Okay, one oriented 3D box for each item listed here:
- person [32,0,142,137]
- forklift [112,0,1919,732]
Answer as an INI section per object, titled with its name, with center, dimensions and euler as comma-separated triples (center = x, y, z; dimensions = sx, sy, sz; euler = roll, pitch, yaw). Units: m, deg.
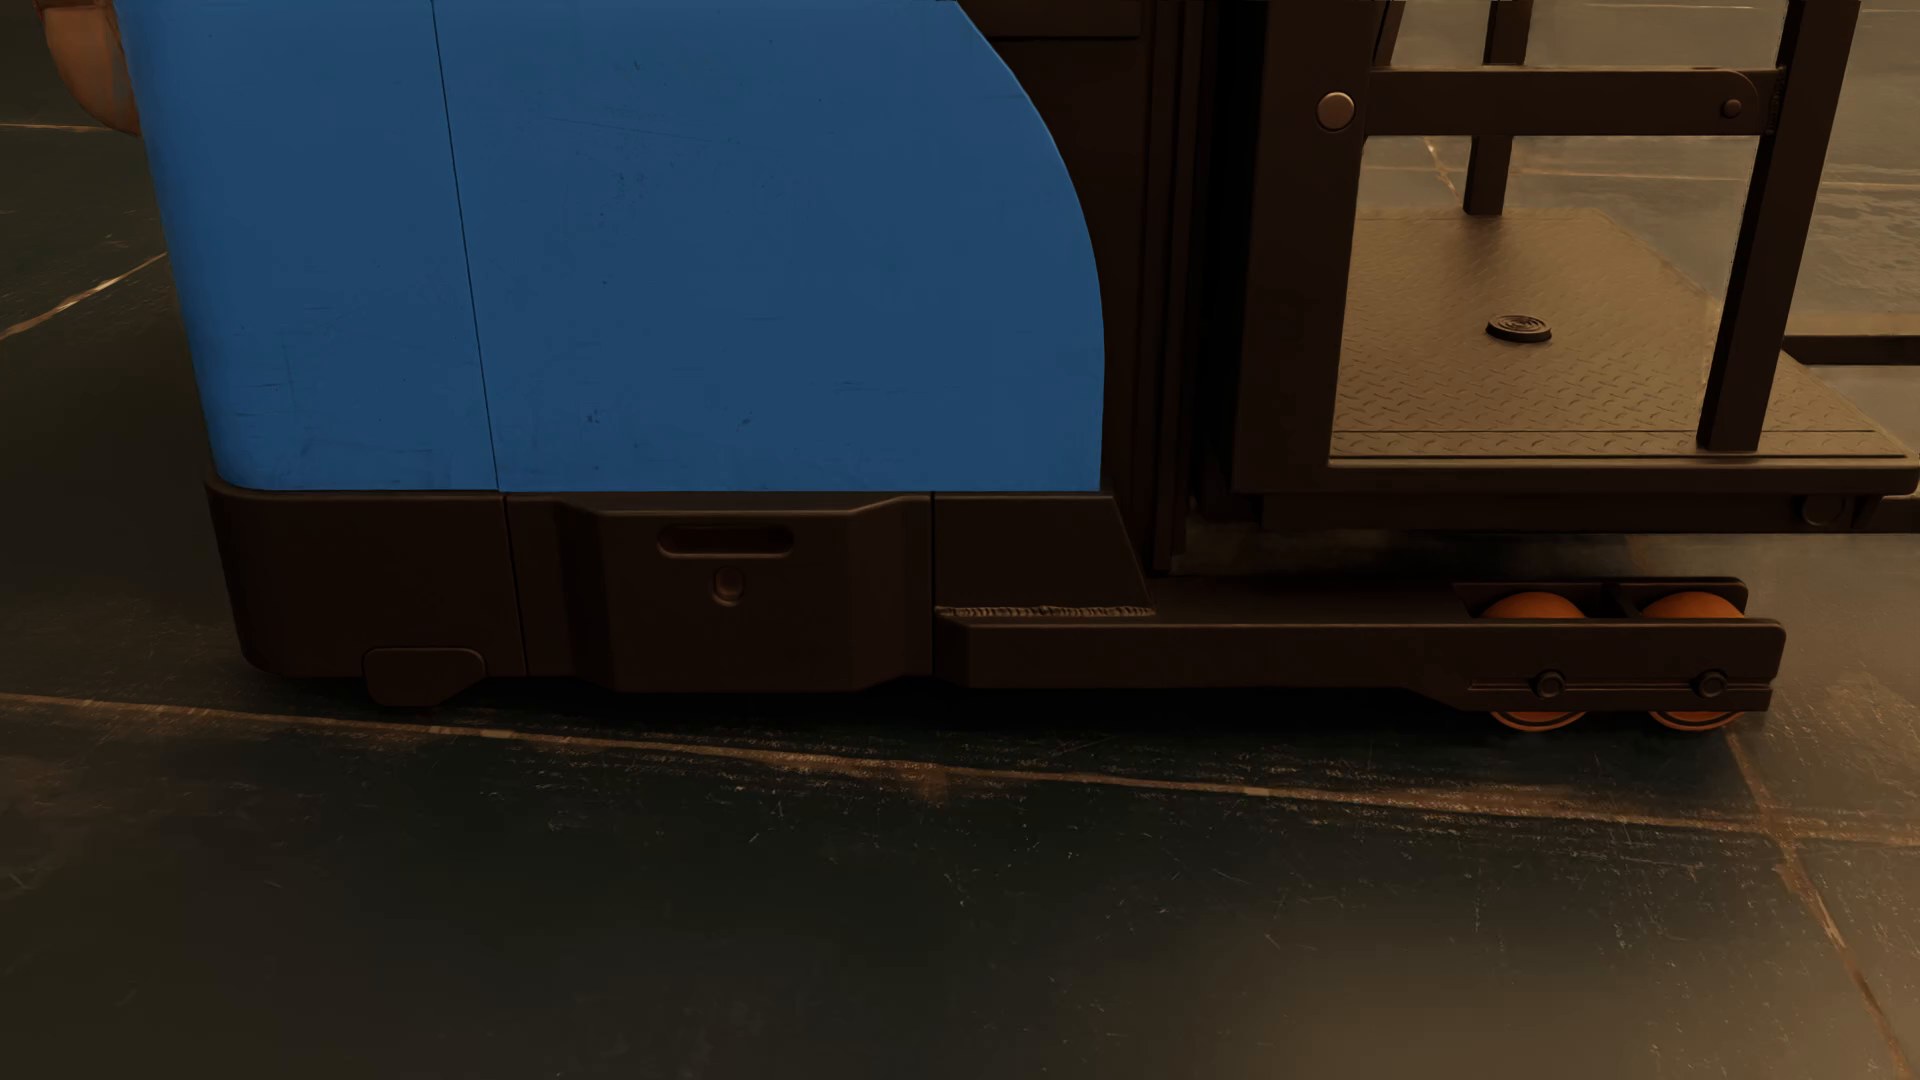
[person]
center = -1.195, -0.999, 2.944
dimensions = 0.776, 1.516, 0.905
euler = 7, 27, 13
[forklift]
center = 0.613, -1.317, 1.856
dimensions = 3.031, 2.935, 1.130
euler = 0, 27, 0
